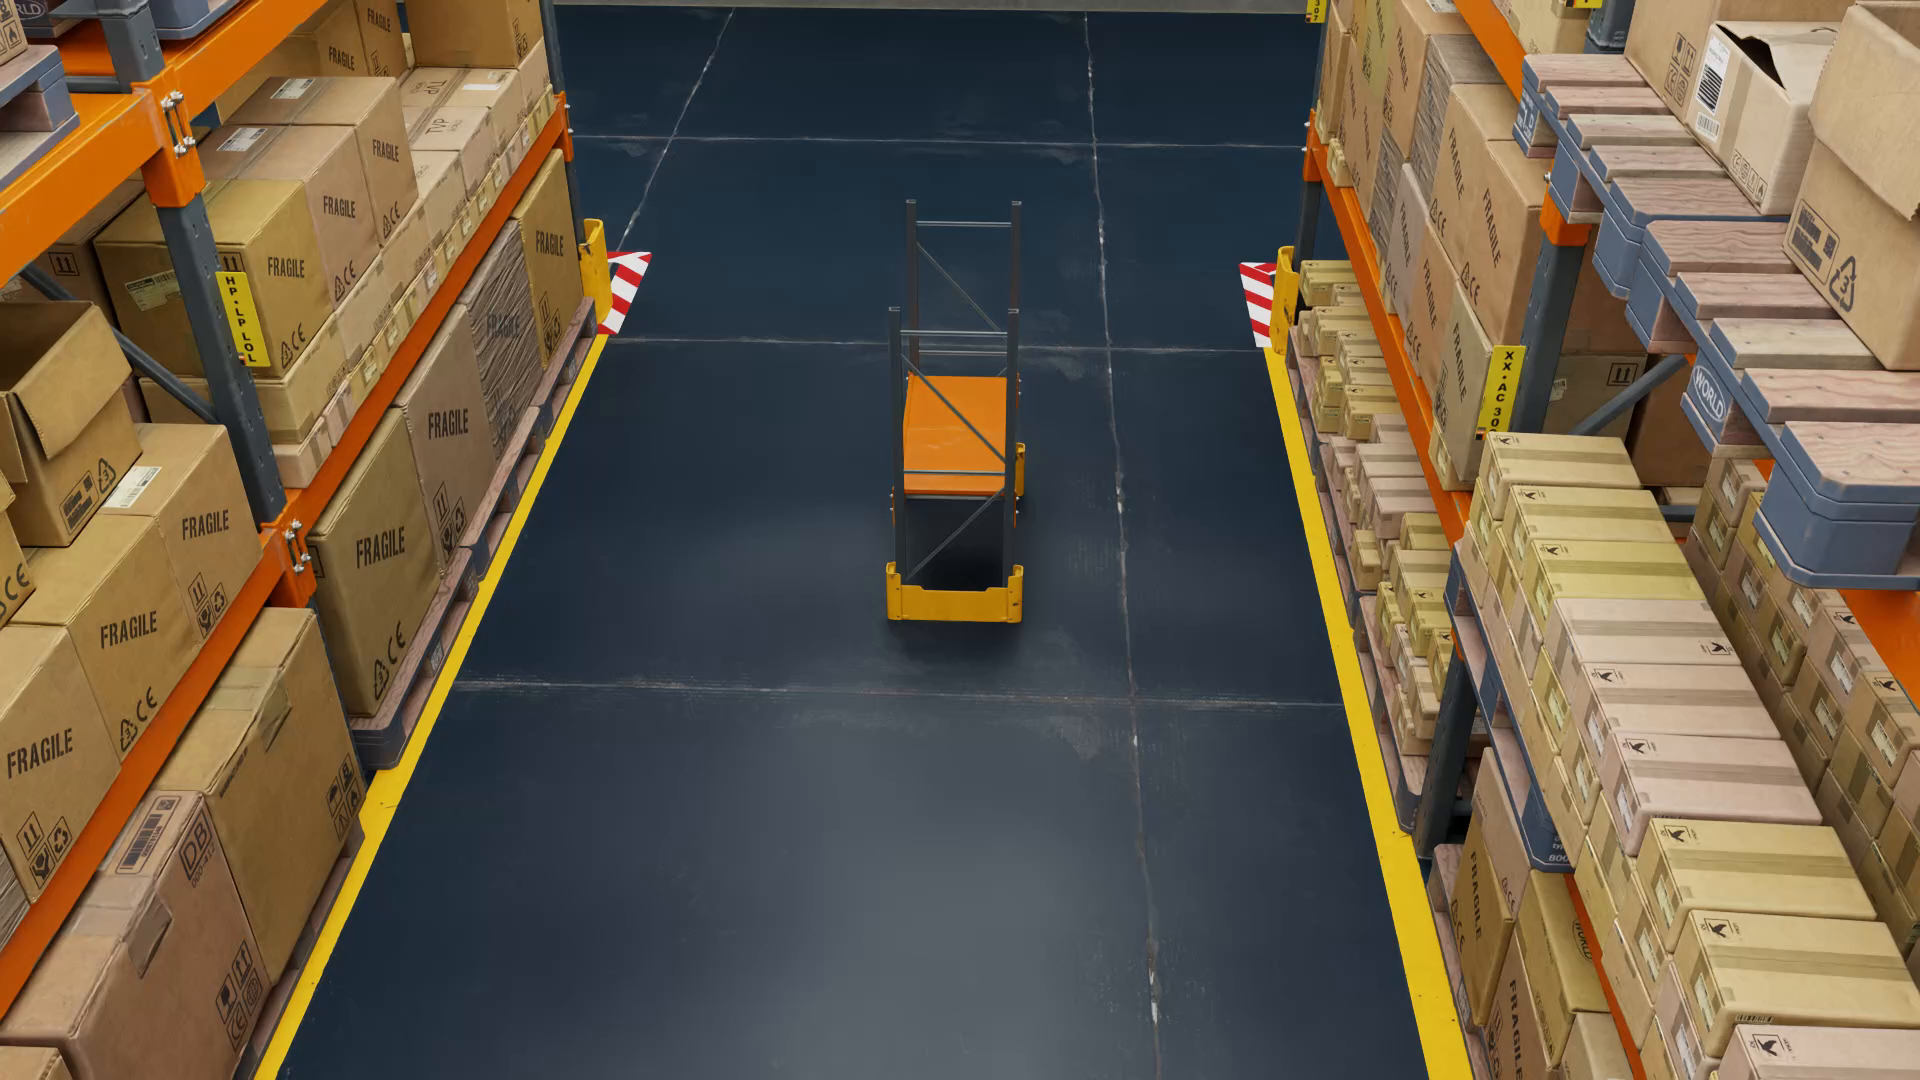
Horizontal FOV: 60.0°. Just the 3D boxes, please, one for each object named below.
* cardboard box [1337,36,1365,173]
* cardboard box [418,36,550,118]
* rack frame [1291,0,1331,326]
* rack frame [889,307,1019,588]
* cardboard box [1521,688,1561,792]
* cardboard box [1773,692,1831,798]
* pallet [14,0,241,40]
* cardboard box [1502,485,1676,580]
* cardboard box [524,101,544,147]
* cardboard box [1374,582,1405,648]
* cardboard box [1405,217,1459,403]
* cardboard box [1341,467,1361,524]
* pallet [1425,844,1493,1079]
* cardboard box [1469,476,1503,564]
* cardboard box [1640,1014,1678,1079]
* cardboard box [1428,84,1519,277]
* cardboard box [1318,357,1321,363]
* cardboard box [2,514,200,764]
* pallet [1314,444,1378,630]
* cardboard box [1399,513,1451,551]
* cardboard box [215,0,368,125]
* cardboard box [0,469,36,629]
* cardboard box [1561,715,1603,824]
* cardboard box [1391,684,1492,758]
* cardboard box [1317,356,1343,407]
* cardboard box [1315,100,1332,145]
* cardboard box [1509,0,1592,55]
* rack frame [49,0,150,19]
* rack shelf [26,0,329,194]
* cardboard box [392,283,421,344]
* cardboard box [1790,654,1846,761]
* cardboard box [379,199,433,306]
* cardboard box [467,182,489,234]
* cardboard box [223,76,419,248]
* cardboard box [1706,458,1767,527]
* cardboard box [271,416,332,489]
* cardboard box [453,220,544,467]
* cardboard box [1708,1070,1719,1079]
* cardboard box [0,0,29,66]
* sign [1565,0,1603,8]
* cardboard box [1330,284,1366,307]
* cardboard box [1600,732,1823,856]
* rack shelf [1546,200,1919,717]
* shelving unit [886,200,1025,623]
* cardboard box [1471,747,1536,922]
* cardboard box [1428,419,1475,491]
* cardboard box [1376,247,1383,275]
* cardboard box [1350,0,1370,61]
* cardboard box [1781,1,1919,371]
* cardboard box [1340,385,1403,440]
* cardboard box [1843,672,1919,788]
[{"bbox_3d":[2.045,-1.979,7.612,0.500,0.500,0.500,1,35,2],"label":"cardboard box"},{"bbox_3d":[-2.371,-2.325,8.321,0.500,0.250,0.500,1,35,1],"label":"cardboard box"},{"bbox_3d":[2.335,-2.376,8.522,1.000,3.000,0.127,1,35,2],"label":"rack frame"},{"bbox_3d":[-0.024,-0.273,6.833,0.500,1.500,0.032,1,35,2],"label":"rack frame"},{"bbox_3d":[1.668,0.516,4.261,0.380,0.149,0.250,2,35,2],"label":"cardboard box"},{"bbox_3d":[2.324,0.522,4.252,0.380,0.149,0.250,0,35,-1],"label":"cardboard box"},{"bbox_3d":[-2.734,-1.911,5.330,1.003,0.211,1.213,1,35,2],"label":"pallet"},{"bbox_3d":[1.694,-0.014,4.498,0.380,0.149,0.250,2,35,3],"label":"cardboard box"},{"bbox_3d":[-2.311,-2.084,8.326,0.380,0.149,0.250,2,35,2],"label":"cardboard box"},{"bbox_3d":[1.861,0.296,6.575,0.380,0.149,0.250,0,35,0],"label":"cardboard box"},{"bbox_3d":[1.933,-0.823,5.967,0.500,0.500,0.500,0,35,1],"label":"cardboard box"},{"bbox_3d":[1.945,-0.199,7.539,0.380,0.149,0.250,1,35,2],"label":"cardboard box"},{"bbox_3d":[2.144,1.510,5.418,1.003,0.211,1.213,1,35,2],"label":"pallet"},{"bbox_3d":[1.699,-0.053,4.811,0.380,0.149,0.250,2,35,3],"label":"cardboard box"},{"bbox_3d":[1.631,1.120,3.401,0.380,0.149,0.250,2,35,3],"label":"cardboard box"},{"bbox_3d":[1.938,-1.223,5.667,0.500,0.500,0.500,0,35,0],"label":"cardboard box"},{"bbox_3d":[2.065,-0.936,8.587,0.380,0.149,0.250,1,35,2],"label":"cardboard box"},{"bbox_3d":[-2.550,0.268,4.674,0.500,0.500,0.500,2,35,3],"label":"cardboard box"},{"bbox_3d":[2.212,-0.027,7.604,1.003,0.211,1.213,1,35,2],"label":"pallet"},{"bbox_3d":[1.990,0.024,6.703,0.380,0.149,0.250,2,35,3],"label":"cardboard box"},{"bbox_3d":[-2.941,-2.061,7.294,0.500,0.500,0.500,0,35,1],"label":"cardboard box"},{"bbox_3d":[-2.834,0.059,4.098,0.797,0.503,0.637,2,35,2],"label":"cardboard box"},{"bbox_3d":[1.662,0.549,3.955,0.380,0.149,0.250,3,35,4],"label":"cardboard box"},{"bbox_3d":[1.850,0.683,6.283,0.380,0.149,0.250,2,35,2],"label":"cardboard box"},{"bbox_3d":[1.950,-0.765,8.085,0.380,0.149,0.250,2,35,3],"label":"cardboard box"},{"bbox_3d":[1.994,-2.095,8.341,0.380,0.149,0.250,1,35,2],"label":"cardboard box"},{"bbox_3d":[1.924,-1.532,4.843,0.500,0.250,0.500,2,35,3],"label":"cardboard box"},{"bbox_3d":[-2.778,-2.705,3.773,1.000,3.000,0.127,1,35,2],"label":"rack frame"},{"bbox_3d":[-2.697,-2.333,6.477,1.077,0.370,4.000,1,35,2],"label":"rack shelf"},{"bbox_3d":[-2.394,-0.911,6.655,0.380,0.149,0.250,1,35,1],"label":"cardboard box"},{"bbox_3d":[2.327,0.415,4.145,0.380,0.149,0.250,0,35,0],"label":"cardboard box"},{"bbox_3d":[-2.457,-1.158,6.661,0.500,0.250,0.500,2,35,3],"label":"cardboard box"},{"bbox_3d":[-2.352,-1.498,7.491,0.380,0.149,0.250,1,35,2],"label":"cardboard box"},{"bbox_3d":[-2.459,-1.469,6.451,0.500,0.500,0.500,0,35,0],"label":"cardboard box"},{"bbox_3d":[2.353,-0.155,4.698,0.380,0.149,0.250,3,35,4],"label":"cardboard box"},{"bbox_3d":[-2.433,-0.310,5.801,0.380,0.149,0.250,1,35,2],"label":"cardboard box"},{"bbox_3d":[-2.599,-0.959,7.988,0.875,0.875,0.875,1,35,2],"label":"cardboard box"},{"bbox_3d":[1.618,1.144,3.109,0.380,0.149,0.250,1,35,2],"label":"cardboard box"},{"bbox_3d":[-2.791,-1.357,4.012,0.700,0.500,0.500,2,35,3],"label":"cardboard box"},{"bbox_3d":[1.632,-1.525,4.253,0.100,0.325,0.005,1,35,2],"label":"sign"},{"bbox_3d":[2.083,-1.171,8.404,0.380,0.149,0.250,2,35,3],"label":"cardboard box"},{"bbox_3d":[1.648,0.568,3.669,0.380,0.149,0.250,3,35,4],"label":"cardboard box"},{"bbox_3d":[2.094,0.138,2.962,1.077,0.370,4.000,1,35,2],"label":"rack shelf"},{"bbox_3d":[-0.003,-0.570,7.256,0.587,1.500,1.083,1,35,2],"label":"shelving unit"},{"bbox_3d":[1.881,0.884,5.039,0.500,0.250,0.500,0,35,0],"label":"cardboard box"},{"bbox_3d":[1.853,-0.295,5.780,0.380,0.149,0.250,0,35,1],"label":"cardboard box"},{"bbox_3d":[1.983,-1.197,7.064,0.380,0.149,0.250,3,35,4],"label":"cardboard box"},{"bbox_3d":[2.038,-2.406,7.350,0.500,0.500,0.500,2,35,3],"label":"cardboard box"},{"bbox_3d":[1.981,-0.635,2.981,0.797,0.503,0.637,1,35,1],"label":"cardboard box"},{"bbox_3d":[1.941,-0.575,7.557,0.380,0.149,0.250,2,35,3],"label":"cardboard box"},{"bbox_3d":[2.307,0.439,3.852,0.380,0.149,0.250,0,35,0],"label":"cardboard box"}]
